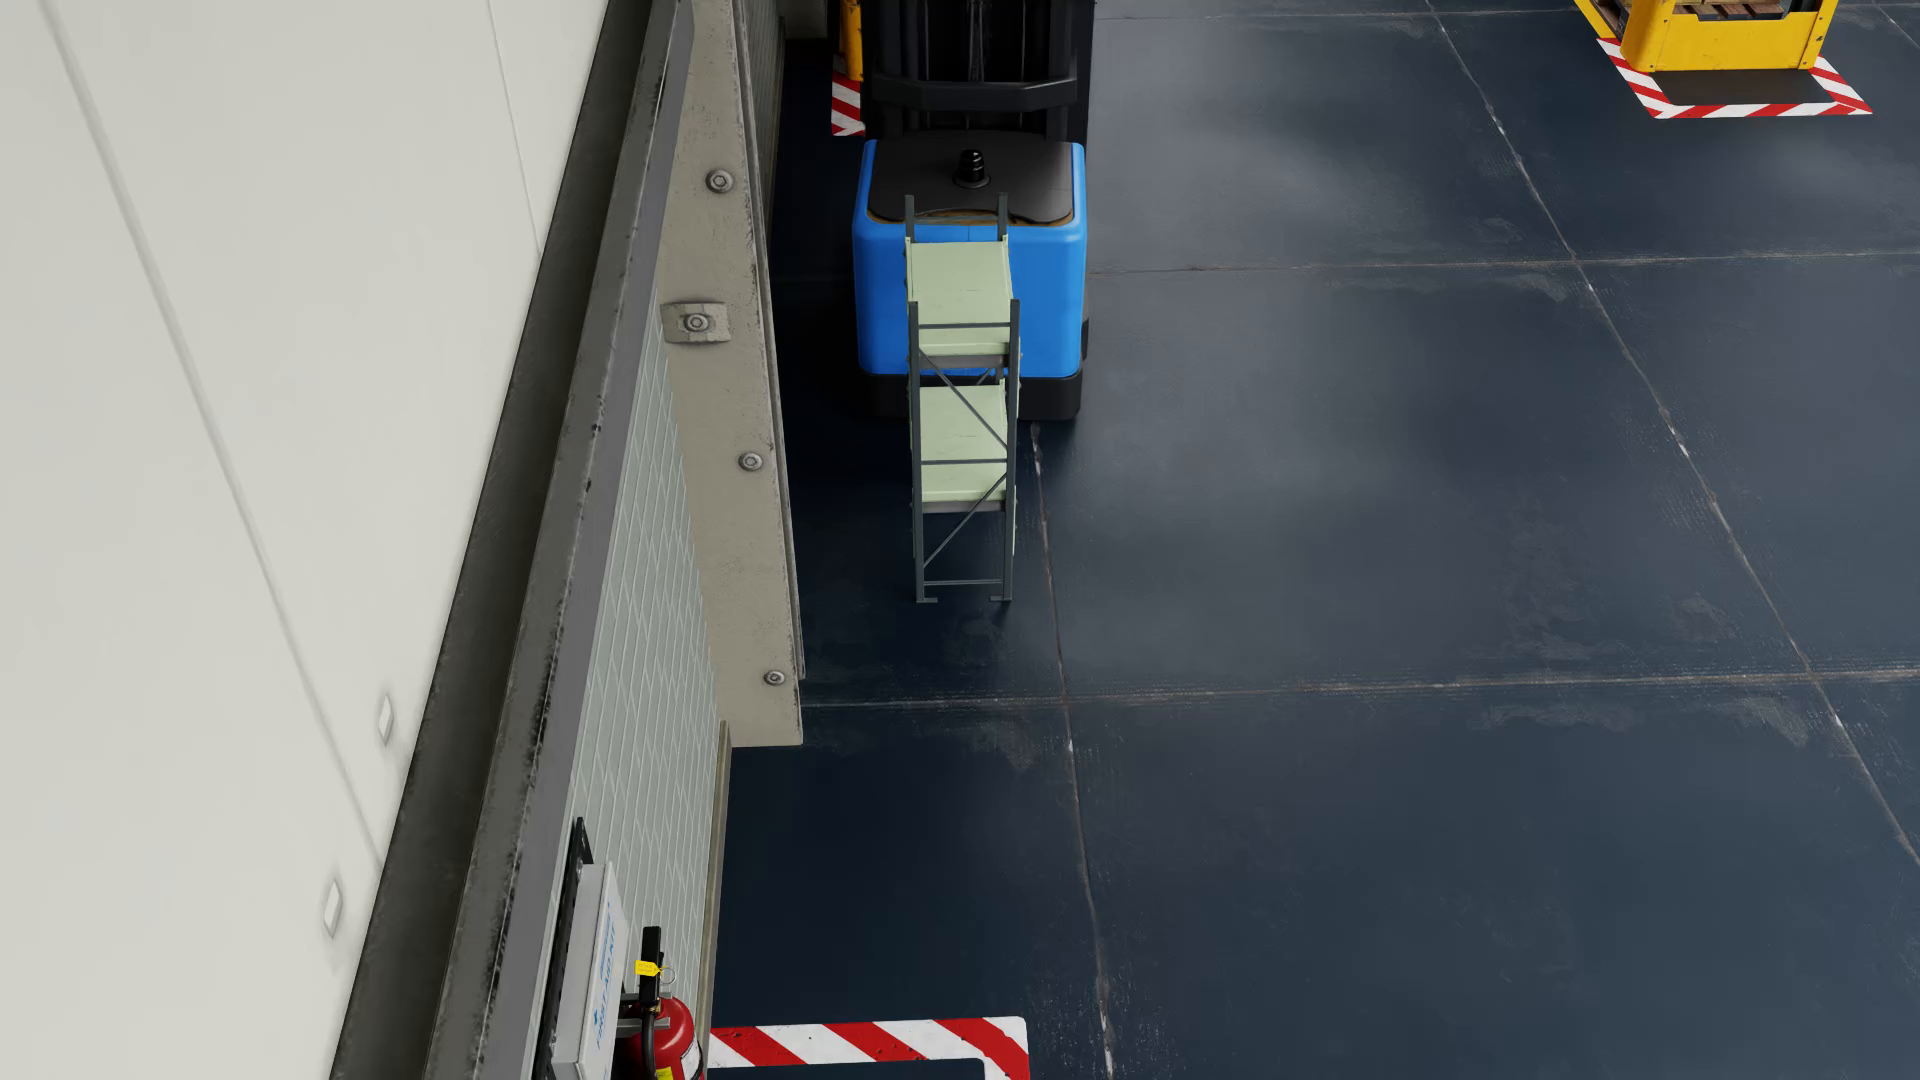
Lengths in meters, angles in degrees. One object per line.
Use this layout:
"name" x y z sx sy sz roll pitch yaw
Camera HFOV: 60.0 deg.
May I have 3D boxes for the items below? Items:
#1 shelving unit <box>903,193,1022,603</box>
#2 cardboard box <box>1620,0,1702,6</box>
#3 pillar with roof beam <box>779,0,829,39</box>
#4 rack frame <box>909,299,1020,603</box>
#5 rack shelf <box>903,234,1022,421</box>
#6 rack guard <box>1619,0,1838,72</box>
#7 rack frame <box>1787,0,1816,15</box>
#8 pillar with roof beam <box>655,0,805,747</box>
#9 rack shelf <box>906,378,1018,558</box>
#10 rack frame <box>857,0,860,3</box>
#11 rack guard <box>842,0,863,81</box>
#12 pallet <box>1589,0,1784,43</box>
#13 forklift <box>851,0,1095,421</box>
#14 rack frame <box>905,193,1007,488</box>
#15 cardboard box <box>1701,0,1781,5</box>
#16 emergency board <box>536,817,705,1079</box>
"shelving unit" 0.000 -0.548 6.738 0.431 1.500 0.755 -2 43 -2
"cardboard box" 4.502 -3.691 10.781 0.500 0.250 0.500 -2 43 -2
"pillar with roof beam" 3.278 -6.835 8.047 9.100 9.000 0.400 -2 43 -2
"rack frame" 0.016 -0.301 6.469 0.400 1.500 0.023 -2 43 -2
"rack shelf" 0.000 -0.836 6.475 0.431 0.370 0.720 -2 43 -2
"rack guard" 4.821 -3.259 10.435 1.175 0.500 0.348 -2 43 -2
"rack frame" 4.820 -4.197 9.608 1.000 3.000 0.127 -2 43 -2
"pillar with roof beam" 3.533 -2.784 3.628 9.100 9.000 0.400 -2 43 -2
"rack shelf" 0.000 -0.308 6.959 0.431 0.370 0.720 -2 43 -2
"rack frame" -0.129 -4.052 9.451 1.000 3.000 0.127 -2 43 -2
"rack guard" -0.132 -3.182 10.351 1.175 0.500 0.348 -2 43 -2
"pallet" 4.746 -3.684 11.112 1.003 0.211 1.213 -2 43 -2
"forklift" 0.088 -2.615 7.934 1.130 2.935 3.031 1 43 1
"rack frame" -0.015 -0.795 7.008 0.400 1.500 0.023 -2 43 -2
"cardboard box" 5.019 -3.706 10.797 0.500 0.250 0.500 -2 43 -2
"emergency board" -0.702 1.220 3.699 0.194 1.169 0.643 -2 43 -2
